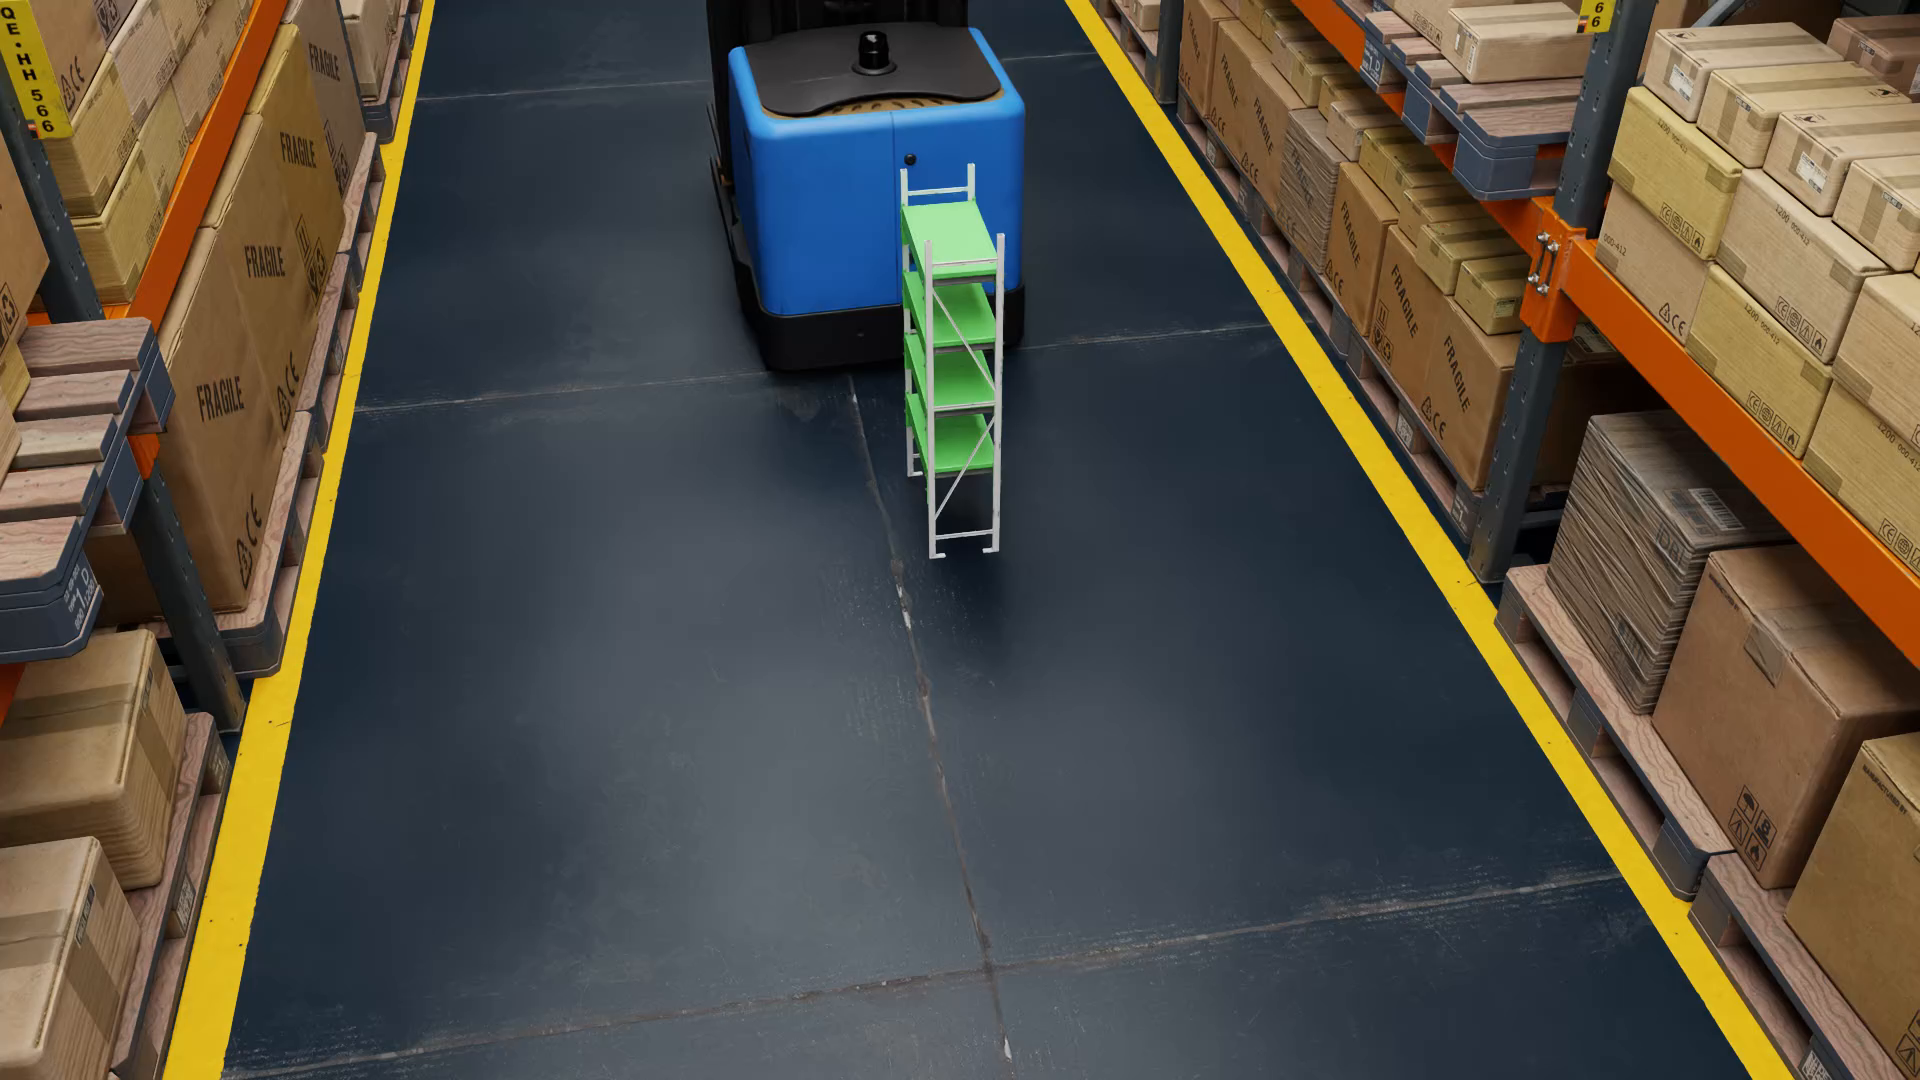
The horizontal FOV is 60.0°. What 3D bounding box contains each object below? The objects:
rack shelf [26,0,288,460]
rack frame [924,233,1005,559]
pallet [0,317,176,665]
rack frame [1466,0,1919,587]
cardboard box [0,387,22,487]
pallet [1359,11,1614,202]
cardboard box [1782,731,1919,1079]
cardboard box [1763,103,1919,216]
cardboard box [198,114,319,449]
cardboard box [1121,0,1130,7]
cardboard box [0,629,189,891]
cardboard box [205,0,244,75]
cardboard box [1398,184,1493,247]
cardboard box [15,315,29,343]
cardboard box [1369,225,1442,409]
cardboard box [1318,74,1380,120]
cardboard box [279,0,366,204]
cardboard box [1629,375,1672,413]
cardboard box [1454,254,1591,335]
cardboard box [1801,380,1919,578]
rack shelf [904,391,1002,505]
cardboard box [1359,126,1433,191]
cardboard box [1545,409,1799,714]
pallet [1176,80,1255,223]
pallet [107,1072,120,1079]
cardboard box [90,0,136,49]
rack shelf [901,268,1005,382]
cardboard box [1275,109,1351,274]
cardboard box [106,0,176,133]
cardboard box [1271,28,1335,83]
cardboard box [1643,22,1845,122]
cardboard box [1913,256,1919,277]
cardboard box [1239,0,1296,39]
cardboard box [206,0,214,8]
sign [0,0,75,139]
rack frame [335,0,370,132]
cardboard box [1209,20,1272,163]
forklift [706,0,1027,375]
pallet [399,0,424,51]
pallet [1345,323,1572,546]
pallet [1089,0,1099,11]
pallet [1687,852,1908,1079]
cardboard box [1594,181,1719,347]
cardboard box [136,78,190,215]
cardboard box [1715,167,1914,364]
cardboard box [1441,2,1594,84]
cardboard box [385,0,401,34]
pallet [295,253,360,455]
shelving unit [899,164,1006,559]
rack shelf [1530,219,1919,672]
[{"bbox_3d":[-3.016,-1.508,5.832,1.077,0.370,4.000,-6,38,-8],"label":"rack shelf"},{"bbox_3d":[0.014,-0.426,5.321,0.240,1.200,0.015,-6,38,-8],"label":"rack frame"},{"bbox_3d":[-2.435,-0.089,3.576,1.213,0.211,1.003,-6,38,-8],"label":"pallet"},{"bbox_3d":[2.221,-1.120,4.747,1.000,3.000,0.127,-6,38,-8],"label":"rack frame"},{"bbox_3d":[-2.170,-0.176,3.395,0.380,0.149,0.250,-7,38,-8],"label":"cardboard box"},{"bbox_3d":[2.033,-1.446,5.323,1.213,0.211,1.003,-6,38,-8],"label":"pallet"},{"bbox_3d":[2.557,0.831,3.829,0.875,0.625,0.625,-8,39,-10],"label":"cardboard box"},{"bbox_3d":[2.105,-0.878,3.825,0.380,0.149,0.250,-5,38,-7],"label":"cardboard box"},{"bbox_3d":[-2.857,-0.876,5.822,0.875,0.875,0.875,-6,38,-7],"label":"cardboard box"},{"bbox_3d":[1.070,-3.143,9.237,0.396,0.266,0.258,-5,38,-6],"label":"cardboard box"},{"bbox_3d":[-2.576,0.630,4.293,0.950,0.372,0.625,-9,39,-11],"label":"cardboard box"},{"bbox_3d":[-2.787,-1.771,5.707,0.500,0.250,0.500,-6,38,-8],"label":"cardboard box"},{"bbox_3d":[1.804,-1.151,5.953,0.380,0.149,0.250,-7,38,-9],"label":"cardboard box"},{"bbox_3d":[-2.376,-0.478,3.783,0.380,0.149,0.250,-5,38,-6],"label":"cardboard box"},{"bbox_3d":[1.858,-0.834,6.074,0.500,0.500,0.500,-7,38,-9],"label":"cardboard box"},{"bbox_3d":[1.687,-1.784,6.768,0.380,0.149,0.250,-6,38,-8],"label":"cardboard box"},{"bbox_3d":[-3.179,-1.961,7.219,0.875,0.875,0.875,-5,38,-7],"label":"cardboard box"},{"bbox_3d":[2.423,-0.583,5.751,0.500,0.500,0.500,-5,38,-6],"label":"cardboard box"},{"bbox_3d":[1.885,-0.826,5.535,0.380,0.149,0.250,-8,39,-10],"label":"cardboard box"},{"bbox_3d":[2.239,-0.152,3.623,0.500,0.250,0.500,-7,38,-9],"label":"cardboard box"},{"bbox_3d":[-0.029,-0.334,5.697,0.258,0.148,0.480,-6,38,-8],"label":"rack shelf"},{"bbox_3d":[1.758,-1.466,6.359,0.380,0.149,0.250,-7,38,-9],"label":"cardboard box"},{"bbox_3d":[2.317,0.030,4.860,0.875,0.625,0.625,-5,38,-7],"label":"cardboard box"},{"bbox_3d":[1.699,-1.948,8.085,1.003,0.211,1.213,-6,38,-8],"label":"pallet"},{"bbox_3d":[-2.319,1.725,3.358,1.003,0.211,1.213,-6,38,-8],"label":"pallet"},{"bbox_3d":[-2.607,-1.641,4.521,0.500,0.500,0.500,-6,38,-8],"label":"cardboard box"},{"bbox_3d":[-0.029,-0.713,5.403,0.258,0.148,0.480,-6,38,-8],"label":"rack shelf"},{"bbox_3d":[1.654,-1.462,6.882,0.500,0.500,0.500,-8,38,-10],"label":"cardboard box"},{"bbox_3d":[-2.601,-1.367,4.779,0.500,0.250,0.500,-5,38,-7],"label":"cardboard box"},{"bbox_3d":[1.570,-2.094,7.167,0.380,0.149,0.250,-6,38,-8],"label":"cardboard box"},{"bbox_3d":[1.987,-1.192,4.228,0.380,0.149,0.250,-5,38,-7],"label":"cardboard box"},{"bbox_3d":[2.237,-0.573,3.432,0.380,0.149,0.250,-6,38,-7],"label":"cardboard box"},{"bbox_3d":[1.501,-2.413,7.577,0.380,0.149,0.250,-8,39,-10],"label":"cardboard box"},{"bbox_3d":[-2.752,-1.977,5.565,0.500,0.250,0.500,-6,38,-7],"label":"cardboard box"},{"bbox_3d":[-2.133,-1.074,3.808,0.100,0.325,0.005,-6,38,-8],"label":"sign"},{"bbox_3d":[-3.367,-3.000,7.167,1.000,3.000,0.127,-6,38,-8],"label":"rack frame"},{"bbox_3d":[1.486,-2.078,7.675,0.500,0.500,0.500,-7,38,-9],"label":"cardboard box"},{"bbox_3d":[-0.554,-2.703,6.841,1.130,2.935,3.031,-8,39,-10],"label":"forklift"},{"bbox_3d":[-3.640,-3.105,9.575,1.003,0.211,1.213,-6,38,-8],"label":"pallet"},{"bbox_3d":[2.127,-0.474,6.188,1.003,0.211,1.213,-6,38,-8],"label":"pallet"},{"bbox_3d":[1.183,-3.588,10.197,1.003,0.211,1.213,-6,38,-8],"label":"pallet"},{"bbox_3d":[2.537,1.218,4.010,1.003,0.211,1.213,-6,38,-8],"label":"pallet"},{"bbox_3d":[2.058,-0.767,4.414,0.500,0.250,0.500,-6,38,-8],"label":"cardboard box"},{"bbox_3d":[-2.611,-1.156,4.915,0.500,0.250,0.500,-7,38,-9],"label":"cardboard box"},{"bbox_3d":[2.145,-0.661,3.871,0.500,0.250,0.500,-5,38,-7],"label":"cardboard box"},{"bbox_3d":[1.728,-1.542,5.153,0.380,0.149,0.250,-6,38,-7],"label":"cardboard box"},{"bbox_3d":[-3.529,-3.085,9.023,0.875,0.438,0.875,-7,38,-9],"label":"cardboard box"},{"bbox_3d":[-2.940,-0.702,6.482,1.003,0.211,1.213,-6,38,-8],"label":"pallet"},{"bbox_3d":[-0.029,-0.574,5.511,0.258,1.200,0.503,-6,38,-8],"label":"shelving unit"},{"bbox_3d":[2.571,0.372,3.413,1.077,0.370,4.000,-6,38,-8],"label":"rack shelf"}]
